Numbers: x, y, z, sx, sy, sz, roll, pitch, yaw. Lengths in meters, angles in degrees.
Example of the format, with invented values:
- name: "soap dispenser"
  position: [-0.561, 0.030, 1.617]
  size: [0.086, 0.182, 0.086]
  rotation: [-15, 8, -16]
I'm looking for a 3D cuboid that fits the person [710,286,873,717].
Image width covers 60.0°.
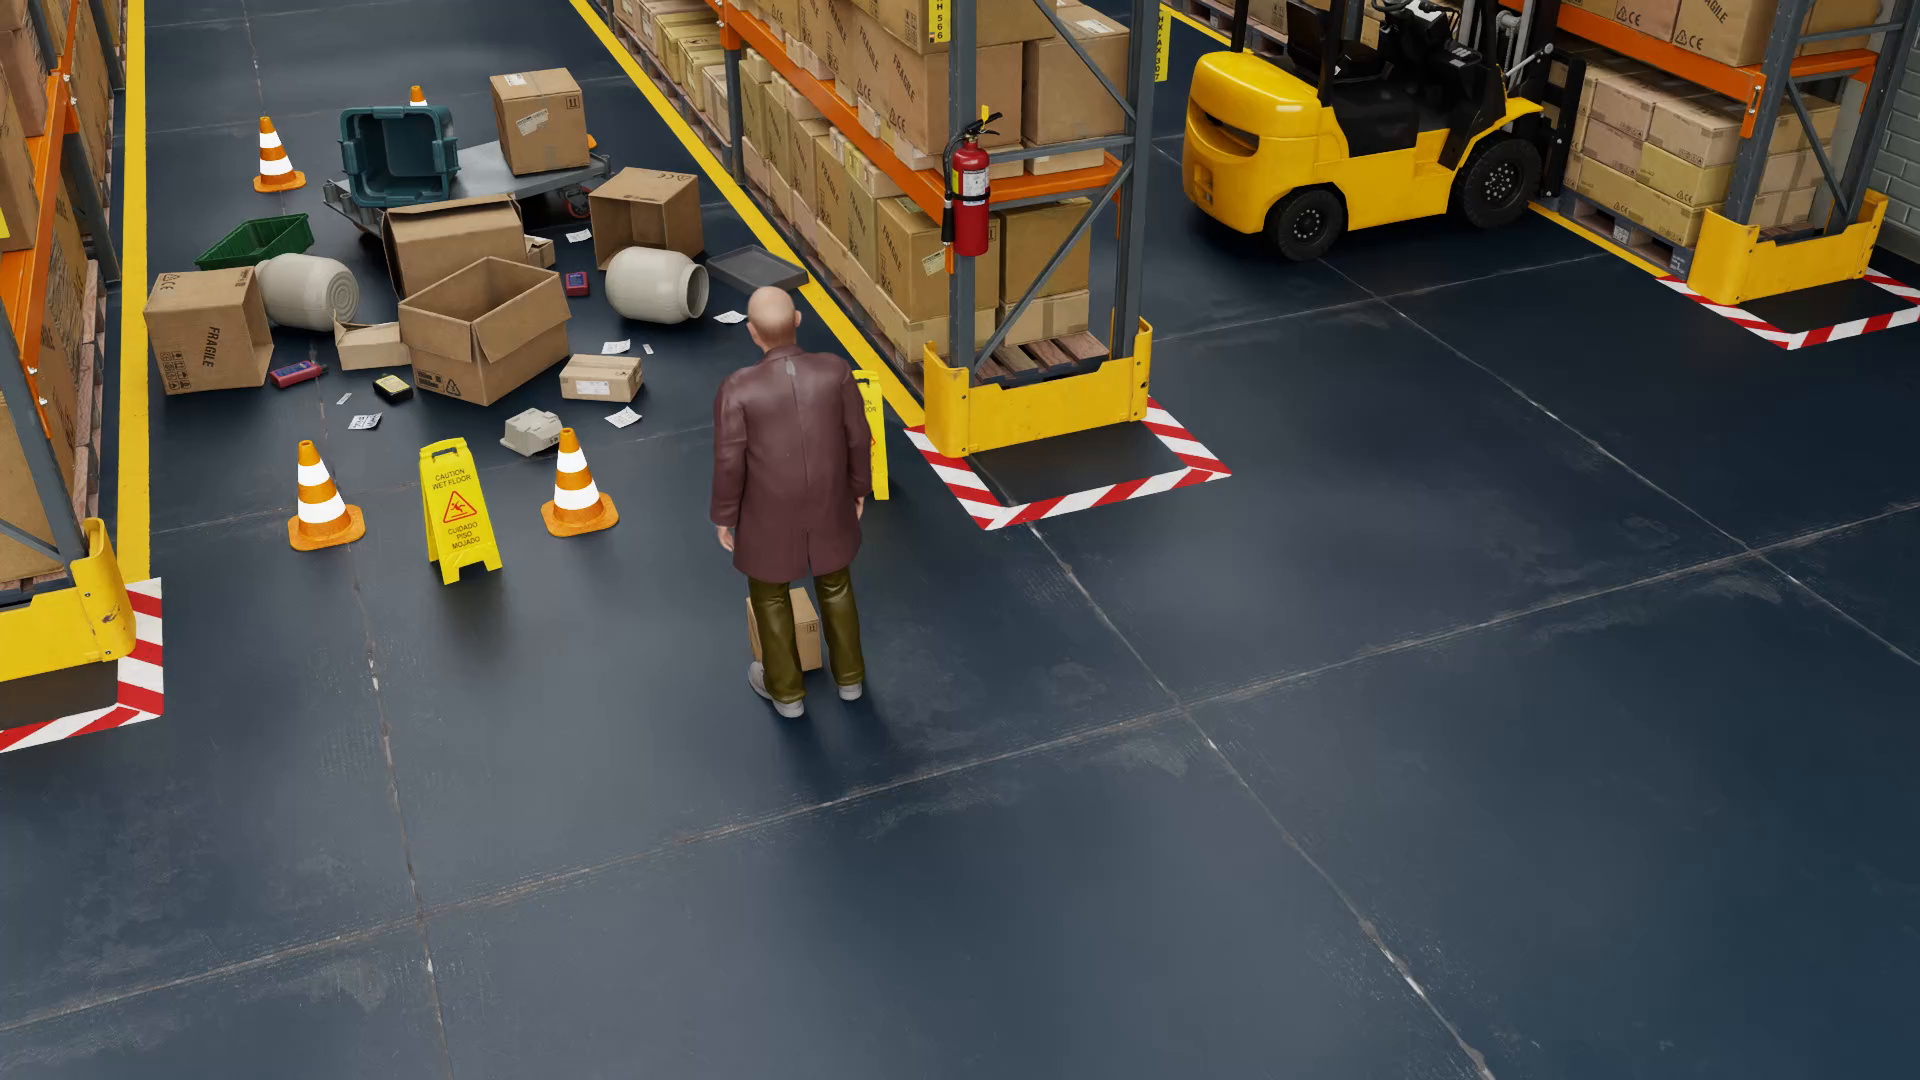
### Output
- name: "person"
  position: [-0.635, -0.127, 6.348]
  size: [0.643, 1.774, 0.420]
  rotation: [-13, 35, -19]
